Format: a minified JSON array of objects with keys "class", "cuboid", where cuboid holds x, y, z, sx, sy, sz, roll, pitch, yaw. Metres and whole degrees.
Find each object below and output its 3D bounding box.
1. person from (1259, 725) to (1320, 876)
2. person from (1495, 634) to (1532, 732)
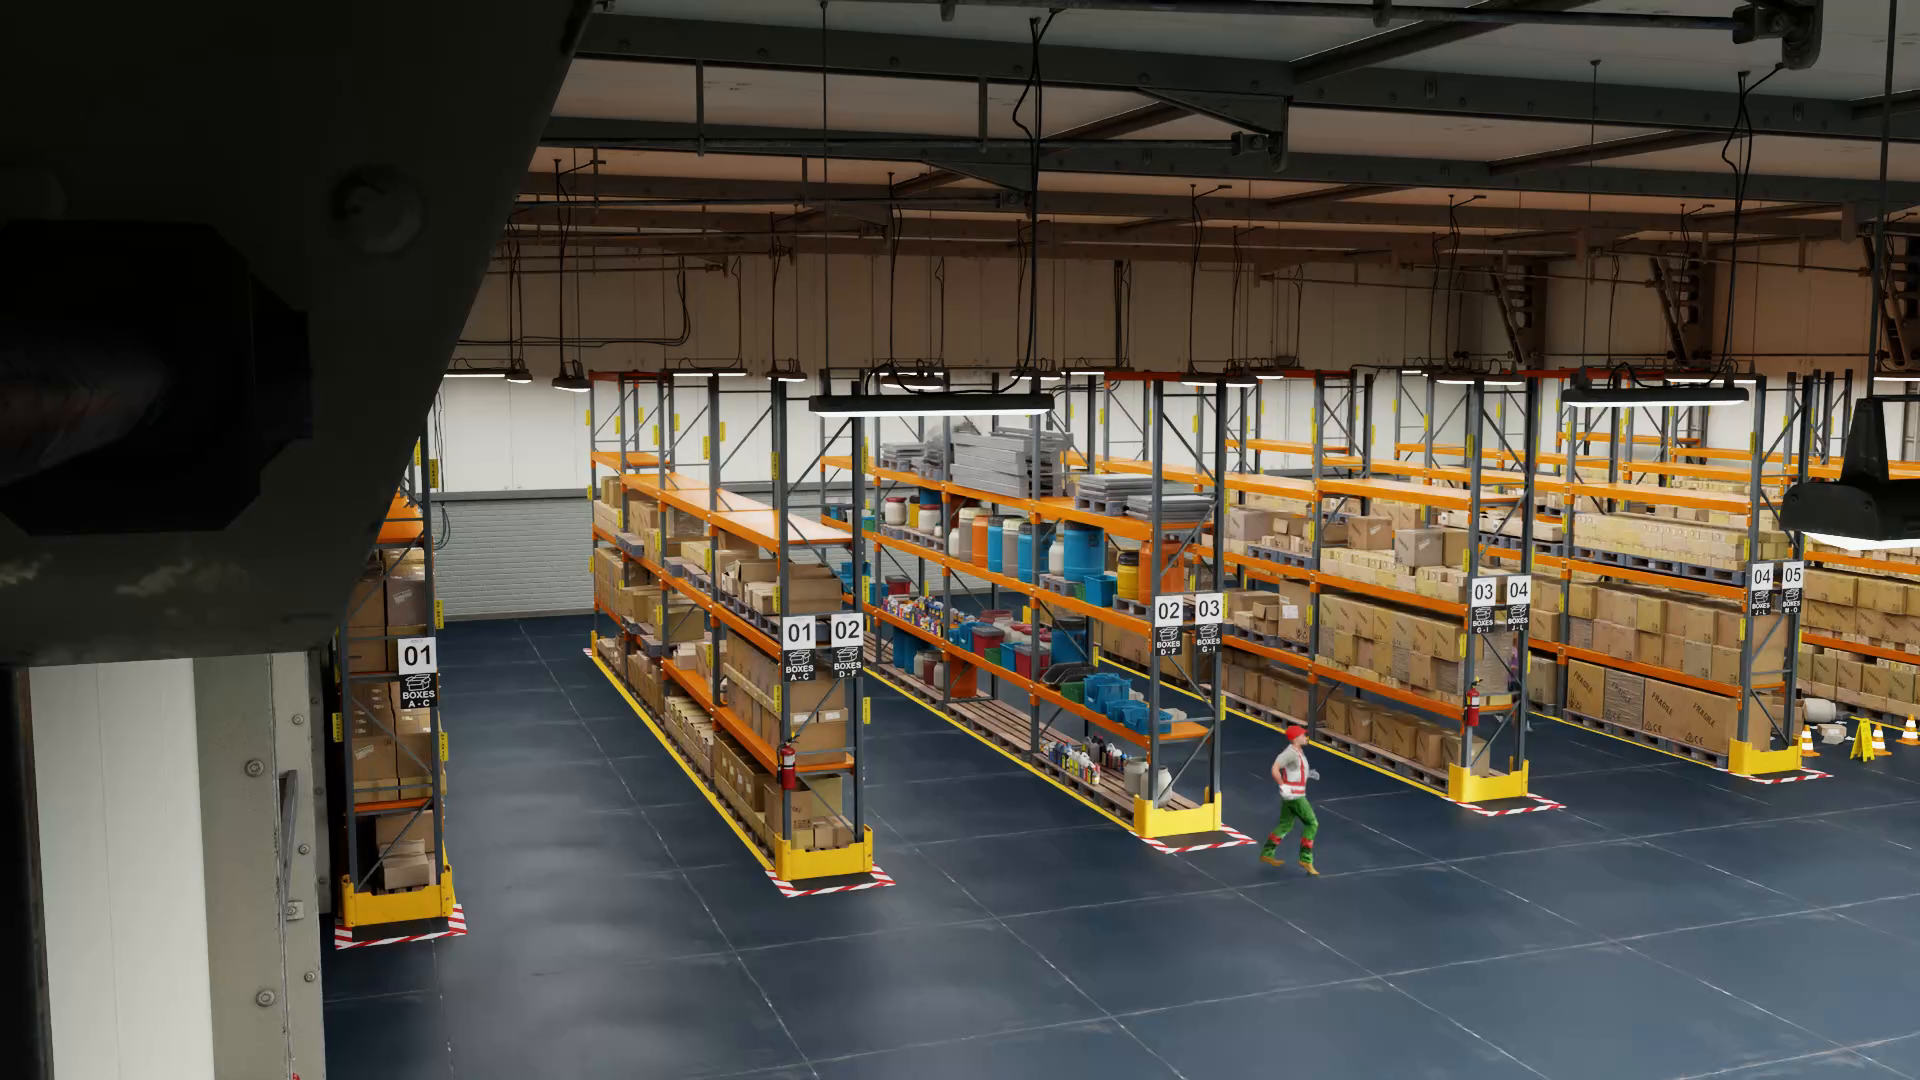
[{"class":"person","cuboid":[4.059,3.172,20.442,0.724,1.829,0.674,1,6,8]},{"class":"person","cuboid":[9.370,2.388,28.148,0.528,1.631,0.751,-3,7,-23]}]
